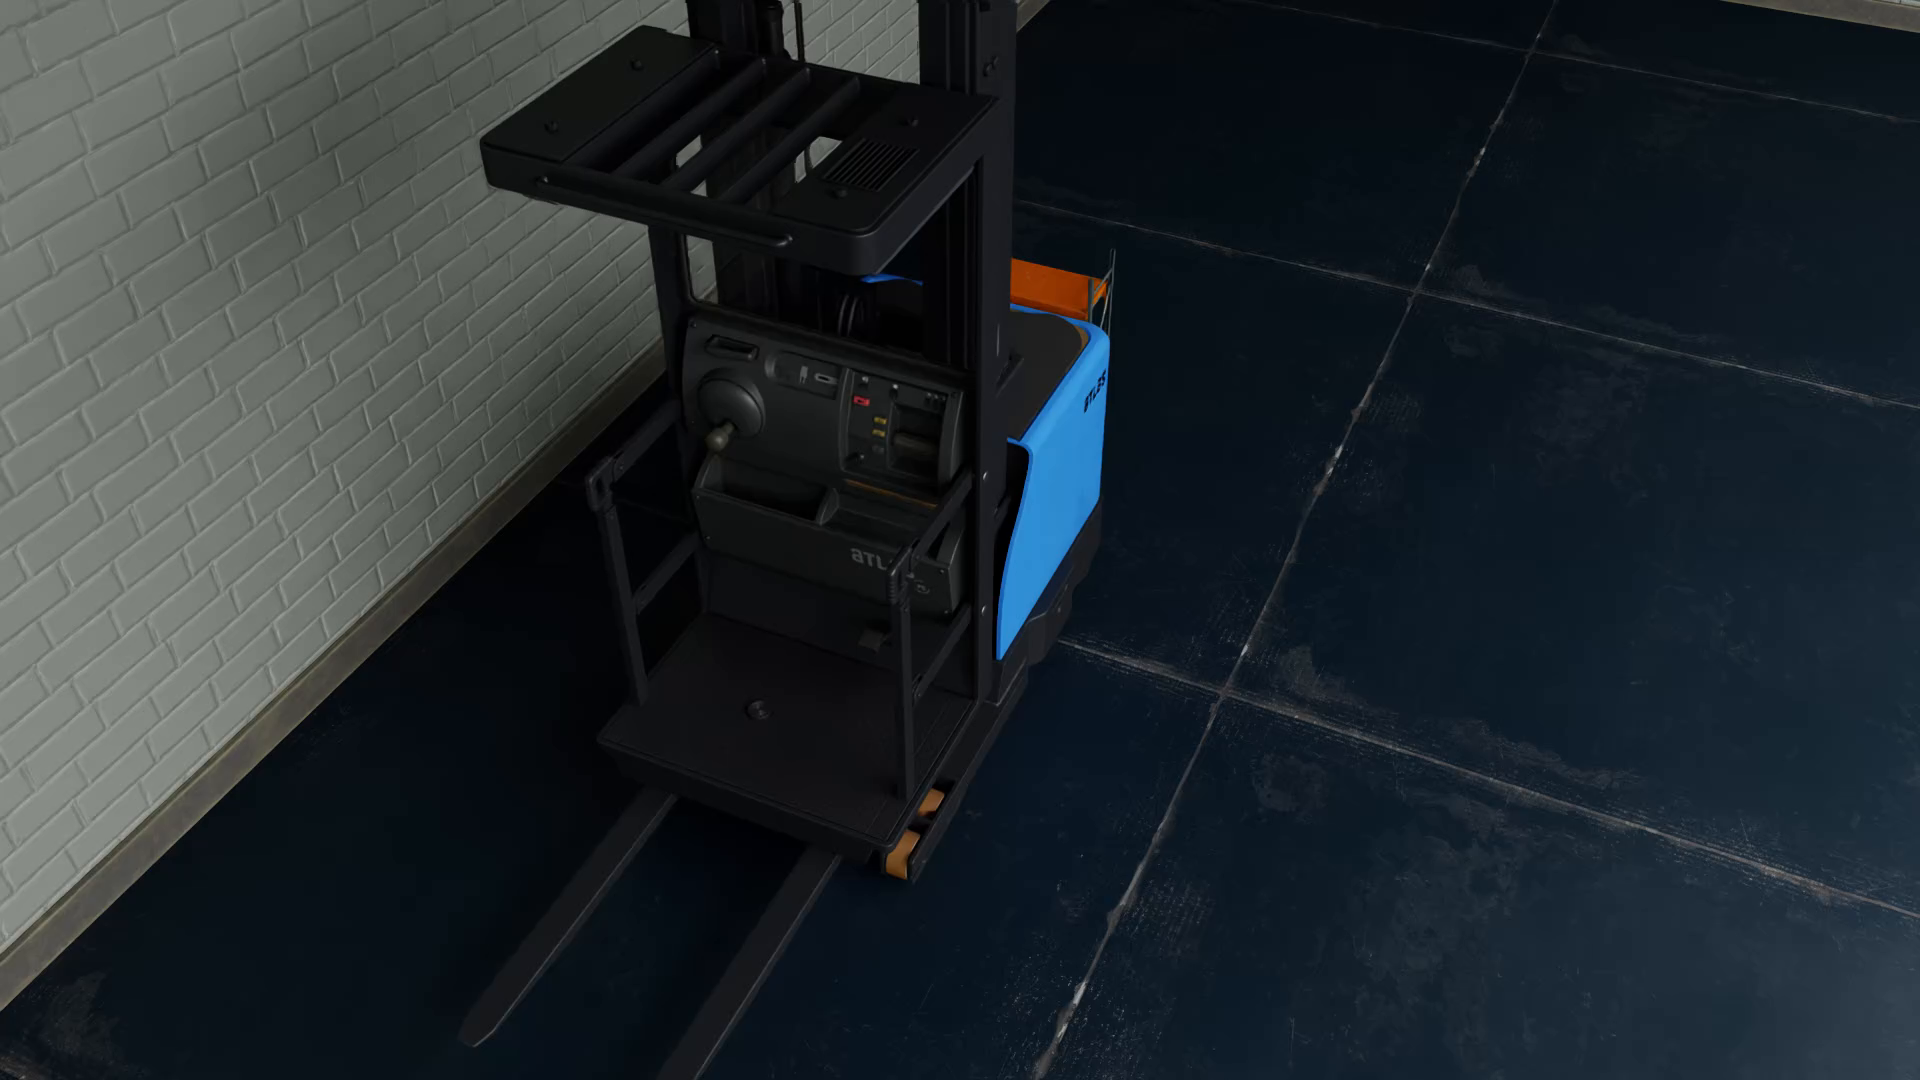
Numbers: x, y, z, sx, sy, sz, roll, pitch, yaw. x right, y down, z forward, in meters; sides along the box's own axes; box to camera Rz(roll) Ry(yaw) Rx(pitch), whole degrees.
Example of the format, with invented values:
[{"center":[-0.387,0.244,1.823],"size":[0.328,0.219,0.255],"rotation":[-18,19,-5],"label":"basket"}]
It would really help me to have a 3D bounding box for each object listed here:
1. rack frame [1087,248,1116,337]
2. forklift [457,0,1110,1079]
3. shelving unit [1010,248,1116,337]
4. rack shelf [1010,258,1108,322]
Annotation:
[{"center":[0.521,-0.555,6.475],"size":[0.015,1.200,0.240],"rotation":[17,44,18],"label":"rack frame"},{"center":[-0.512,-0.320,4.882],"size":[1.130,2.935,3.031],"rotation":[17,44,18],"label":"forklift"},{"center":[0.298,-0.621,6.551],"size":[0.503,1.200,0.258],"rotation":[17,44,18],"label":"shelving unit"},{"center":[0.299,-0.919,6.294],"size":[0.480,0.148,0.258],"rotation":[17,44,18],"label":"rack shelf"}]
